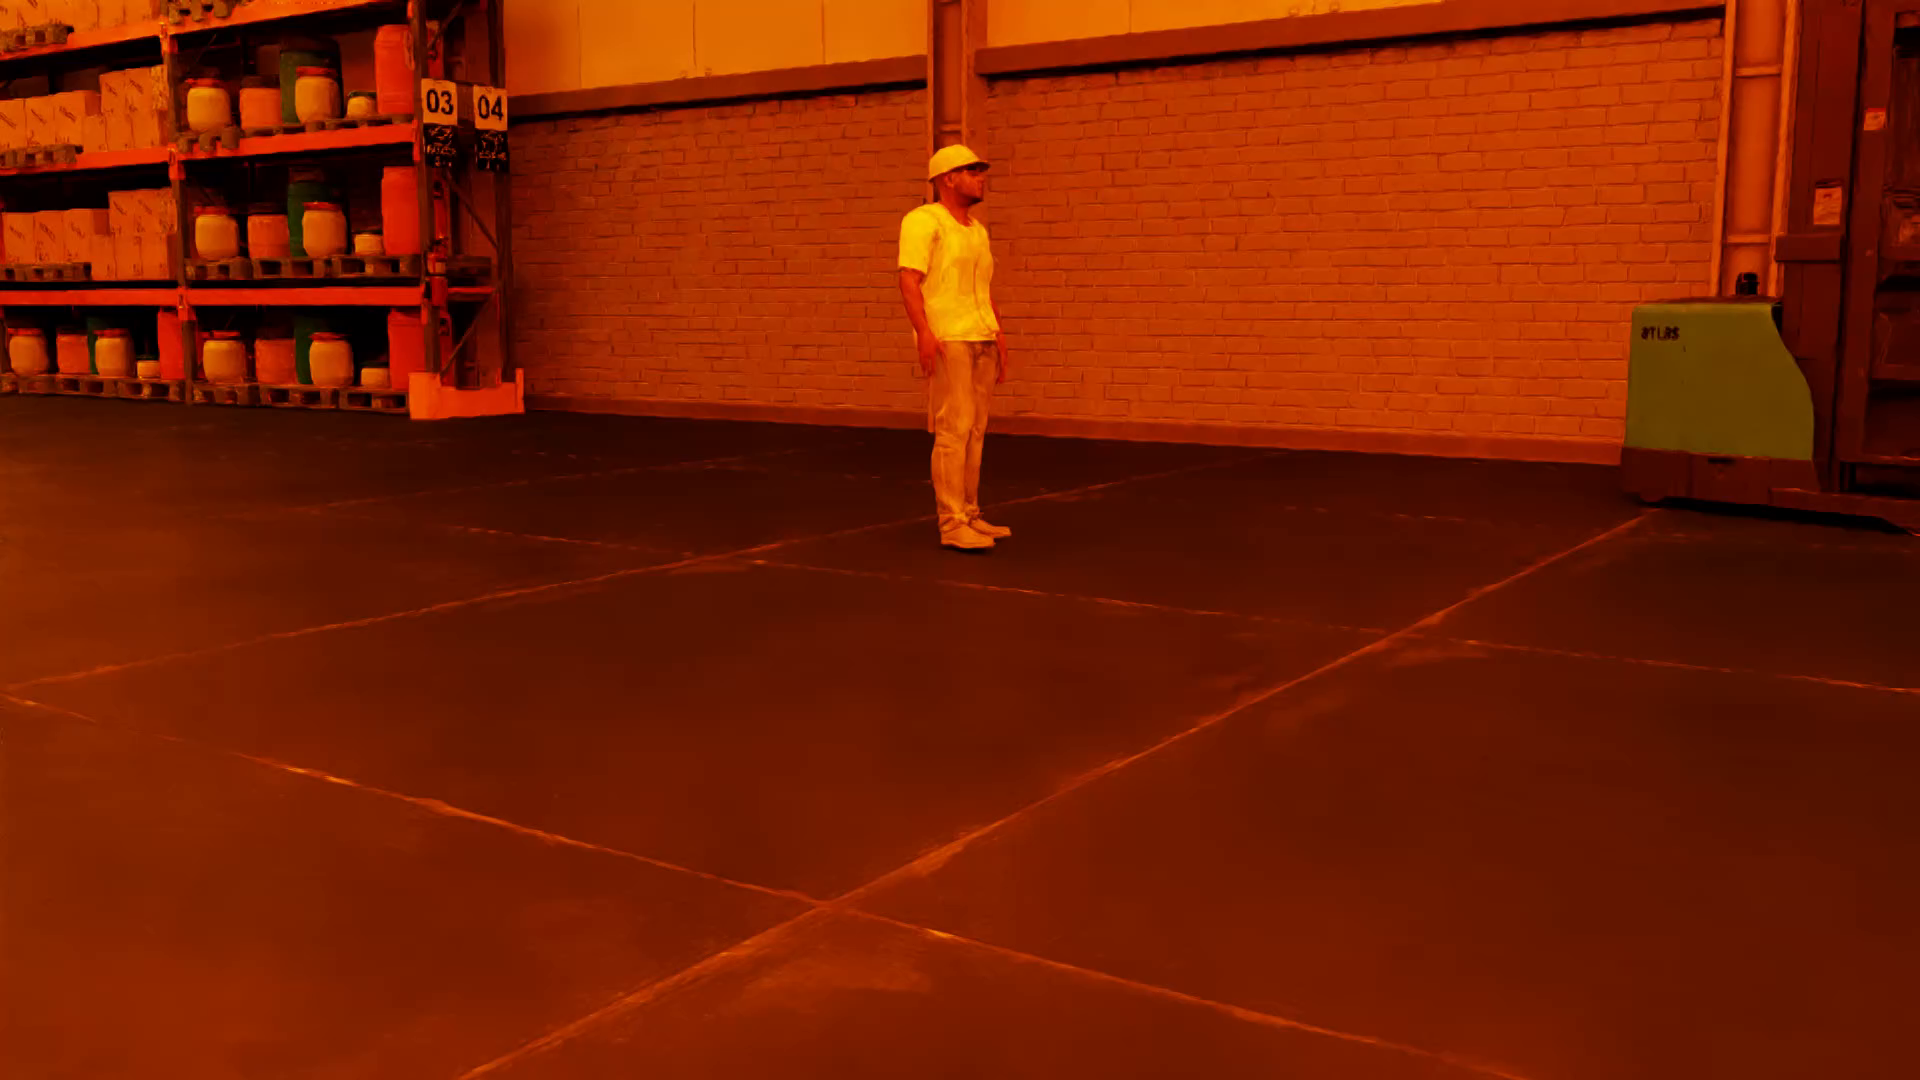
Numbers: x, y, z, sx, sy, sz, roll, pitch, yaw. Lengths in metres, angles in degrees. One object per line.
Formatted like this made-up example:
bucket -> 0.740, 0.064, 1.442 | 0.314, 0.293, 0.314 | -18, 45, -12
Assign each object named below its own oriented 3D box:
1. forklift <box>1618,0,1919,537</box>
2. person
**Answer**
forklift -> 4.832, -1.521, 7.887 | 1.130, 2.935, 3.031 | -6, 10, -36
person -> 0.055, -0.875, 7.435 | 0.576, 1.766, 0.665 | 5, 10, 34
